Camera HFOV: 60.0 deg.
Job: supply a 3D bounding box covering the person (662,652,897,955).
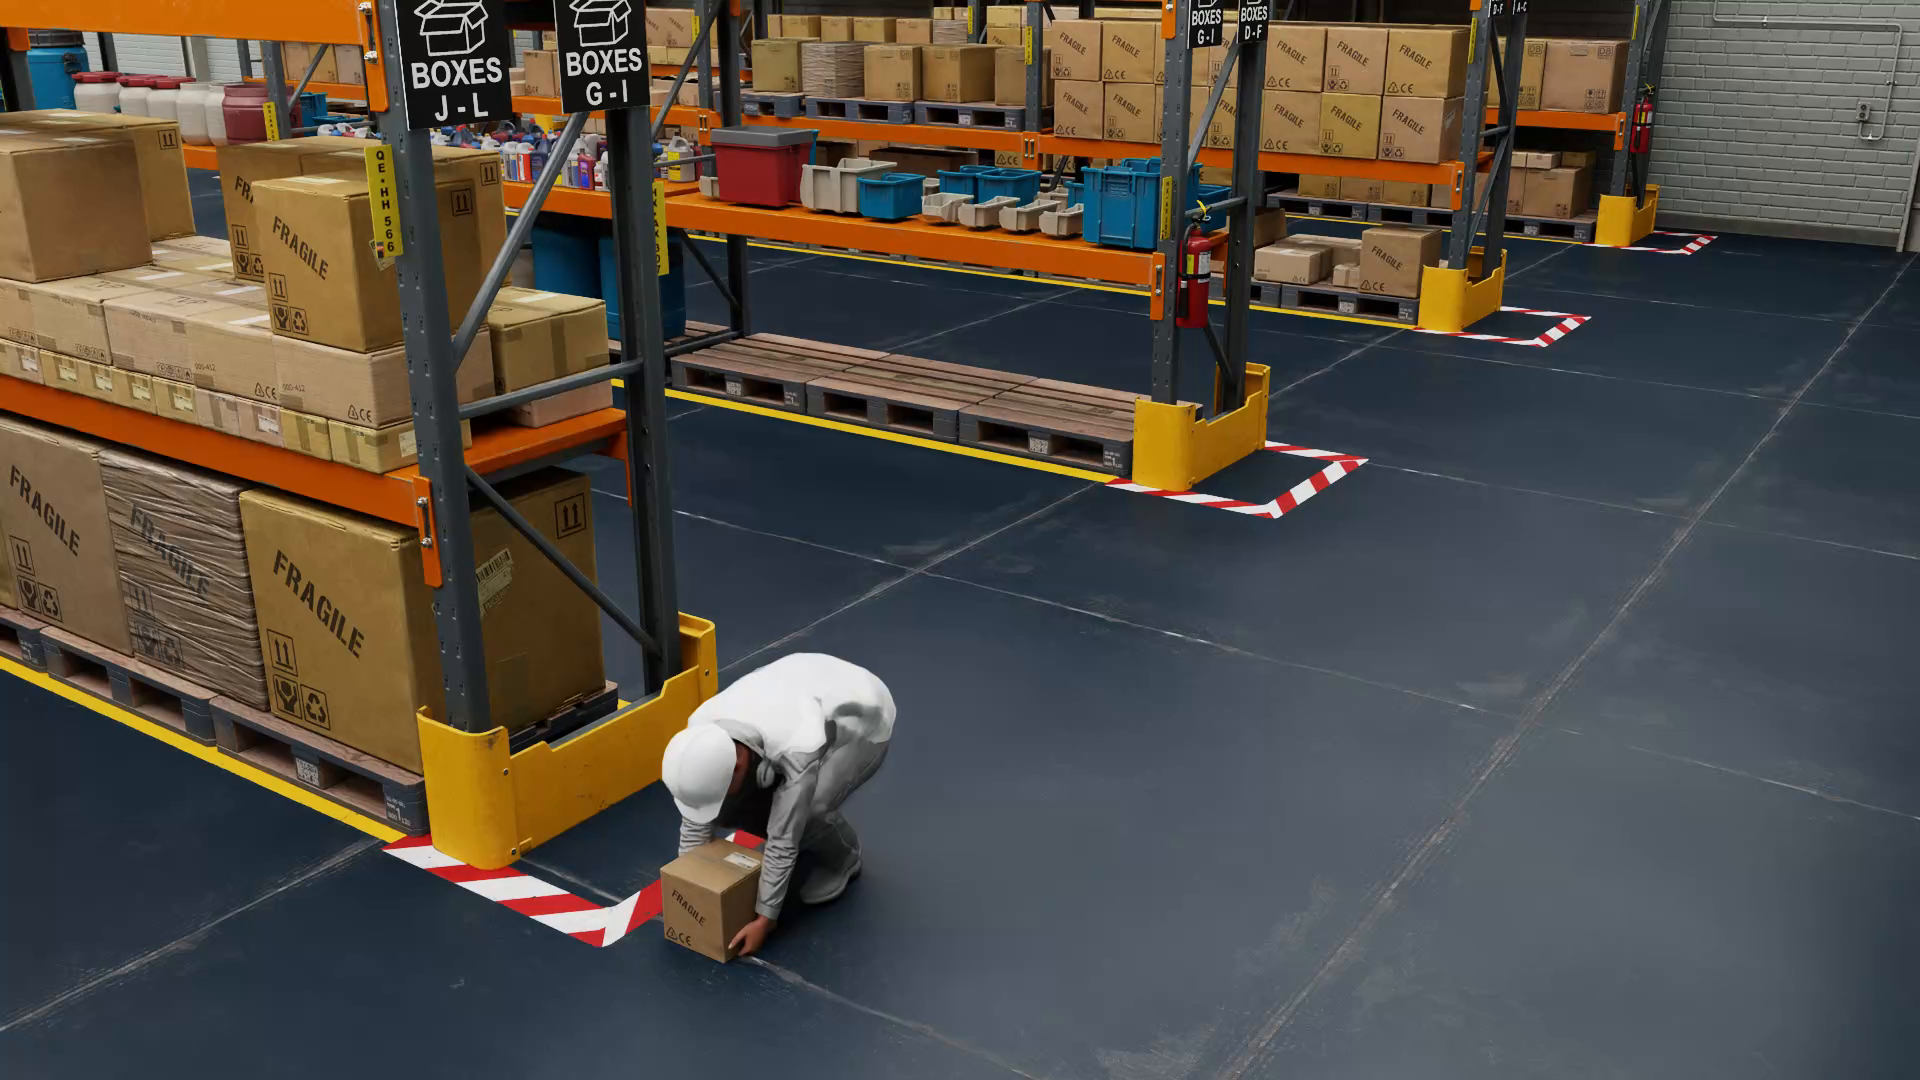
[{"bbox_3d":[-0.592,0.801,5.302,0.504,0.791,0.988,12,23,31],"label":"person"}]
